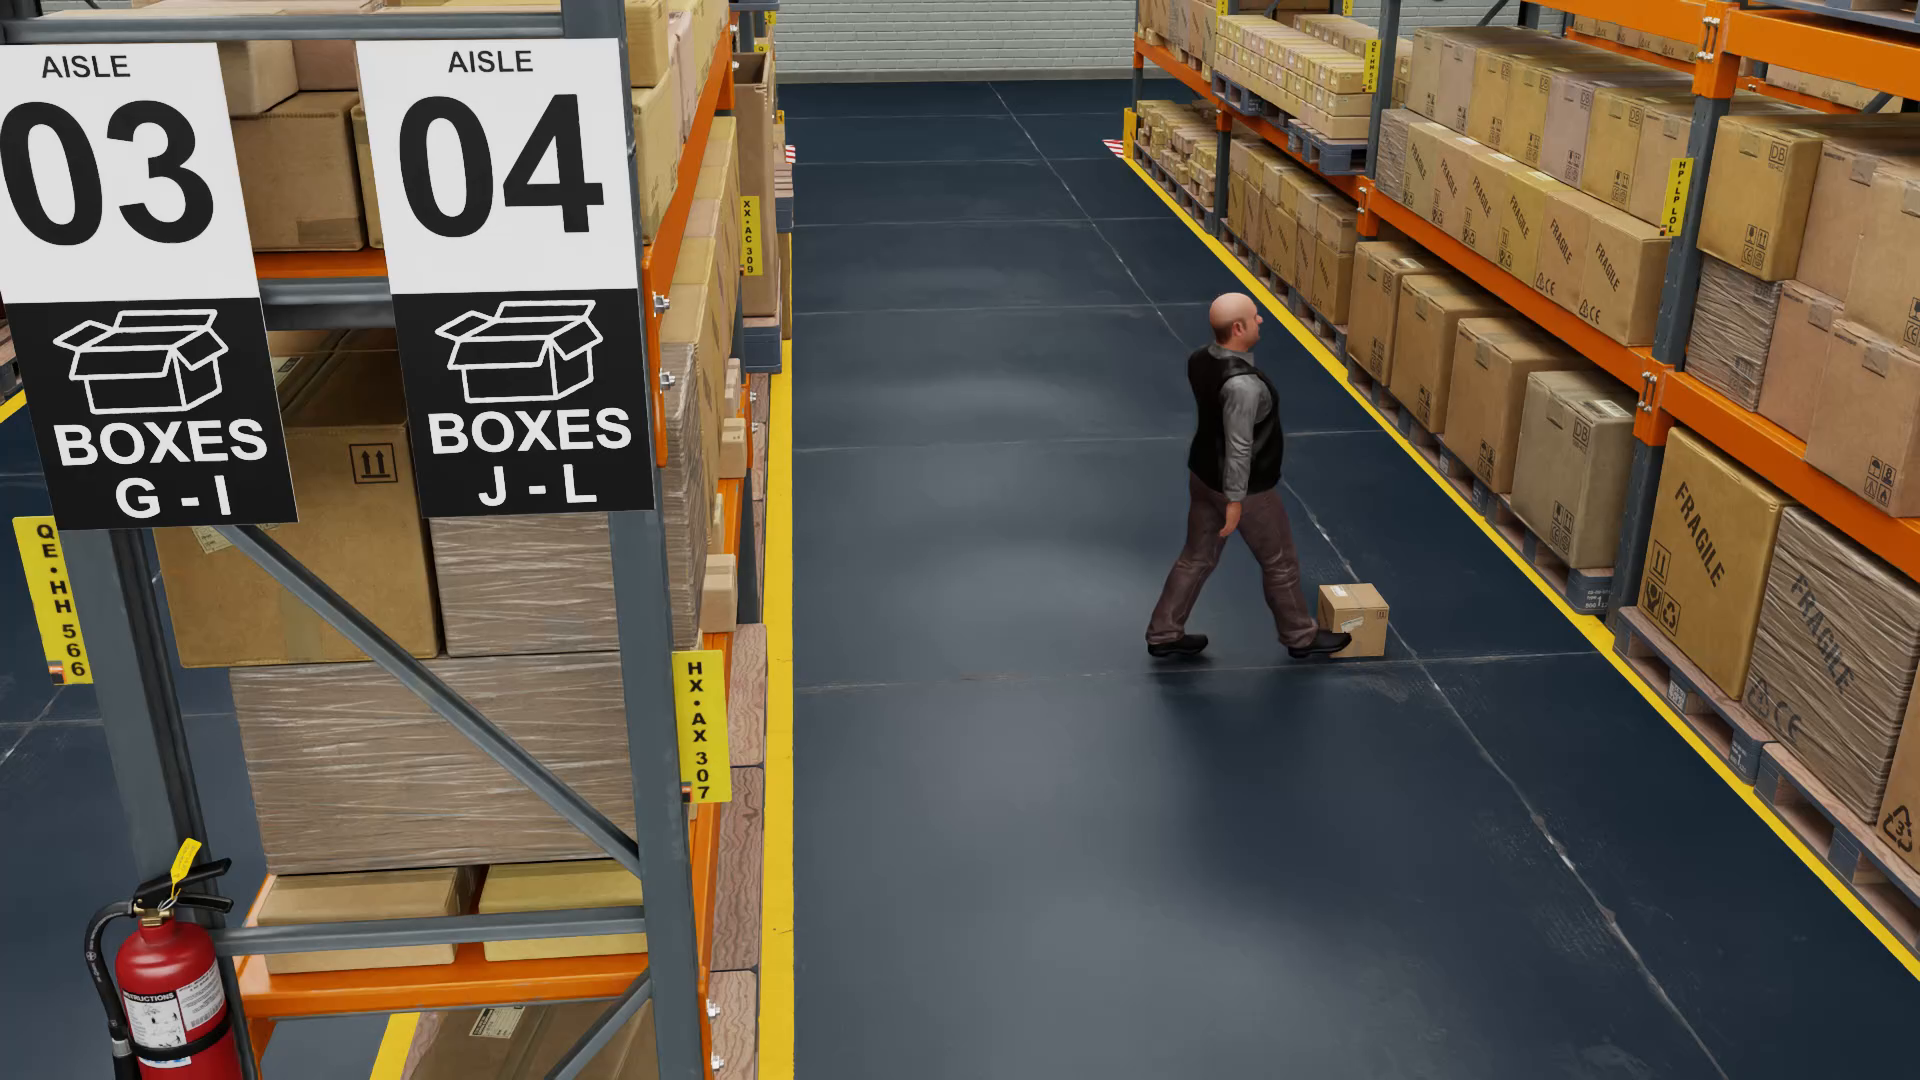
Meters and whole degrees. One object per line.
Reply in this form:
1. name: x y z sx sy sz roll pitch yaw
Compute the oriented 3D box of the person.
1. person: 1.453 -0.306 7.304 0.639 1.709 0.557 -5 24 -11
